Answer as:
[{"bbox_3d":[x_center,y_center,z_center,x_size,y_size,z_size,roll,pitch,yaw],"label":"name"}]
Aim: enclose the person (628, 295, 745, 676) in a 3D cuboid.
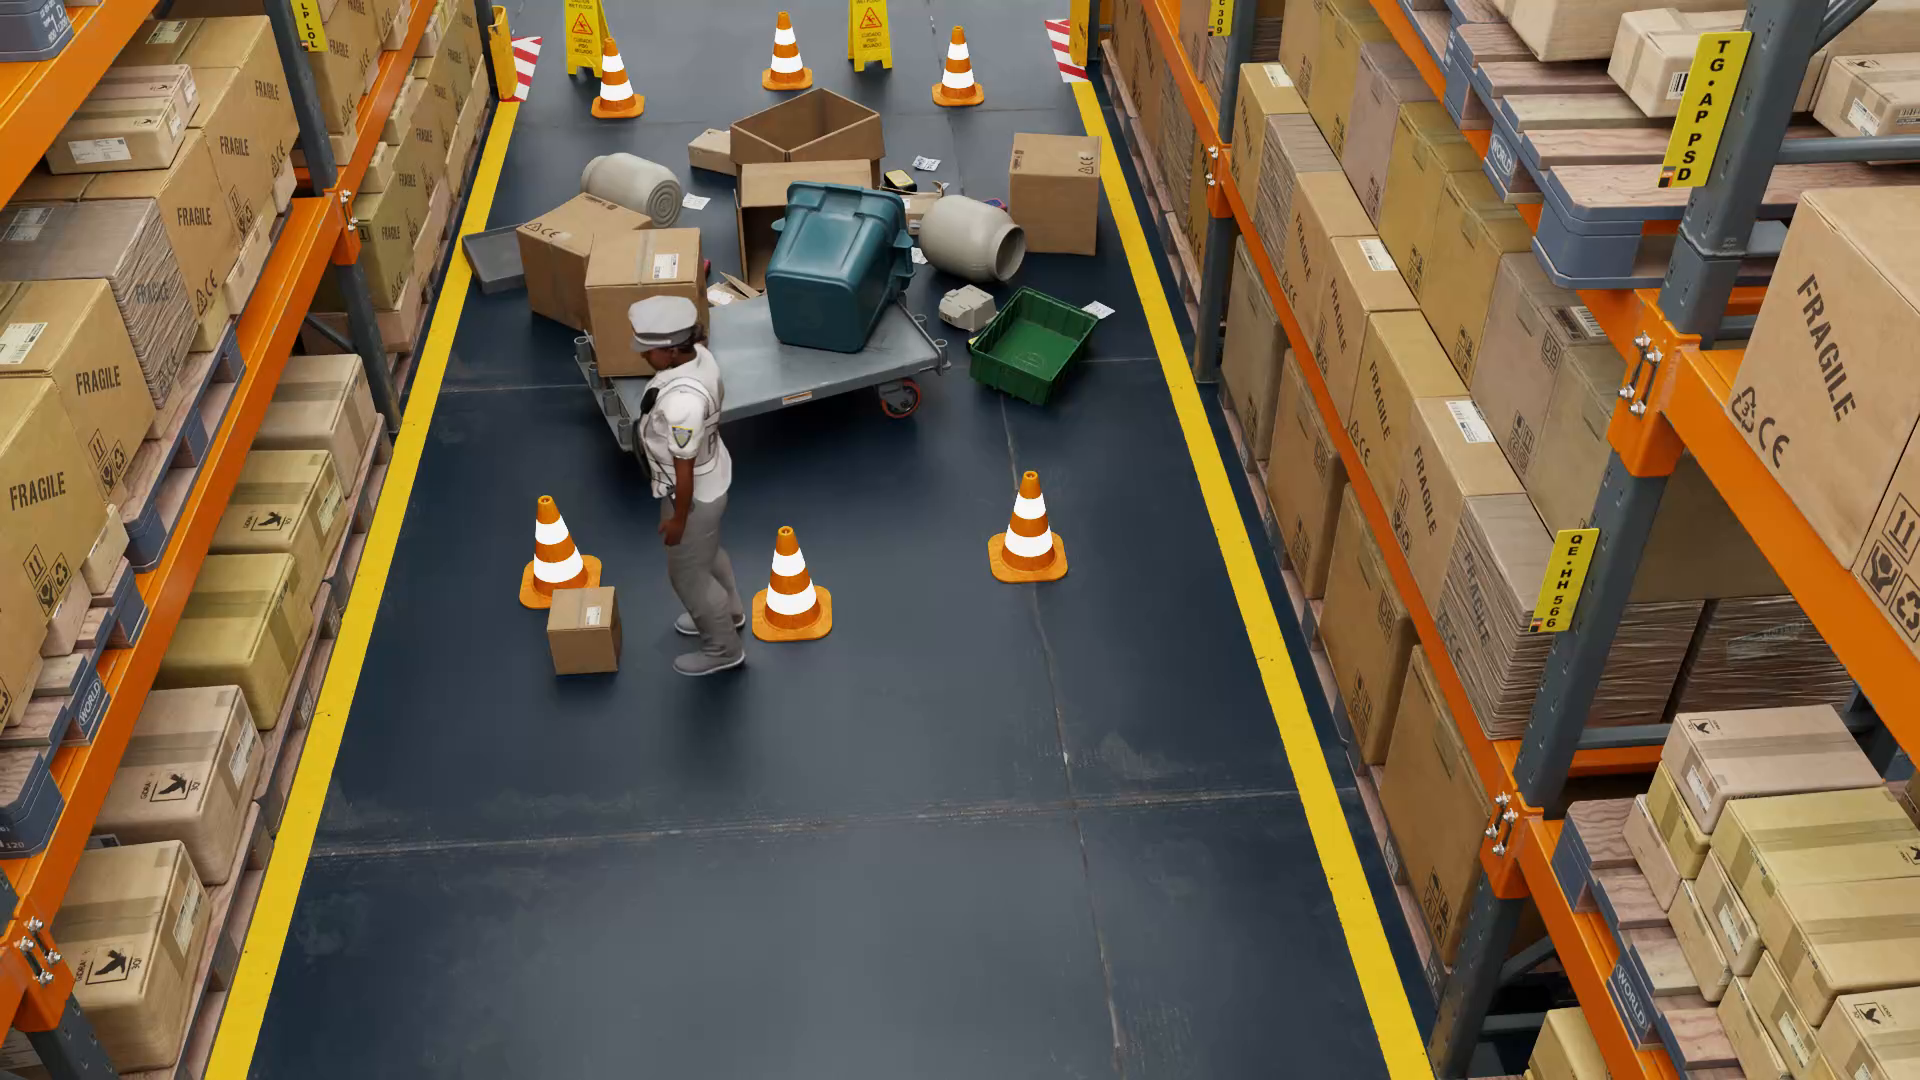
[{"bbox_3d":[-1.039,-0.182,6.393,0.339,1.665,0.439,-2,39,-3],"label":"person"}]
